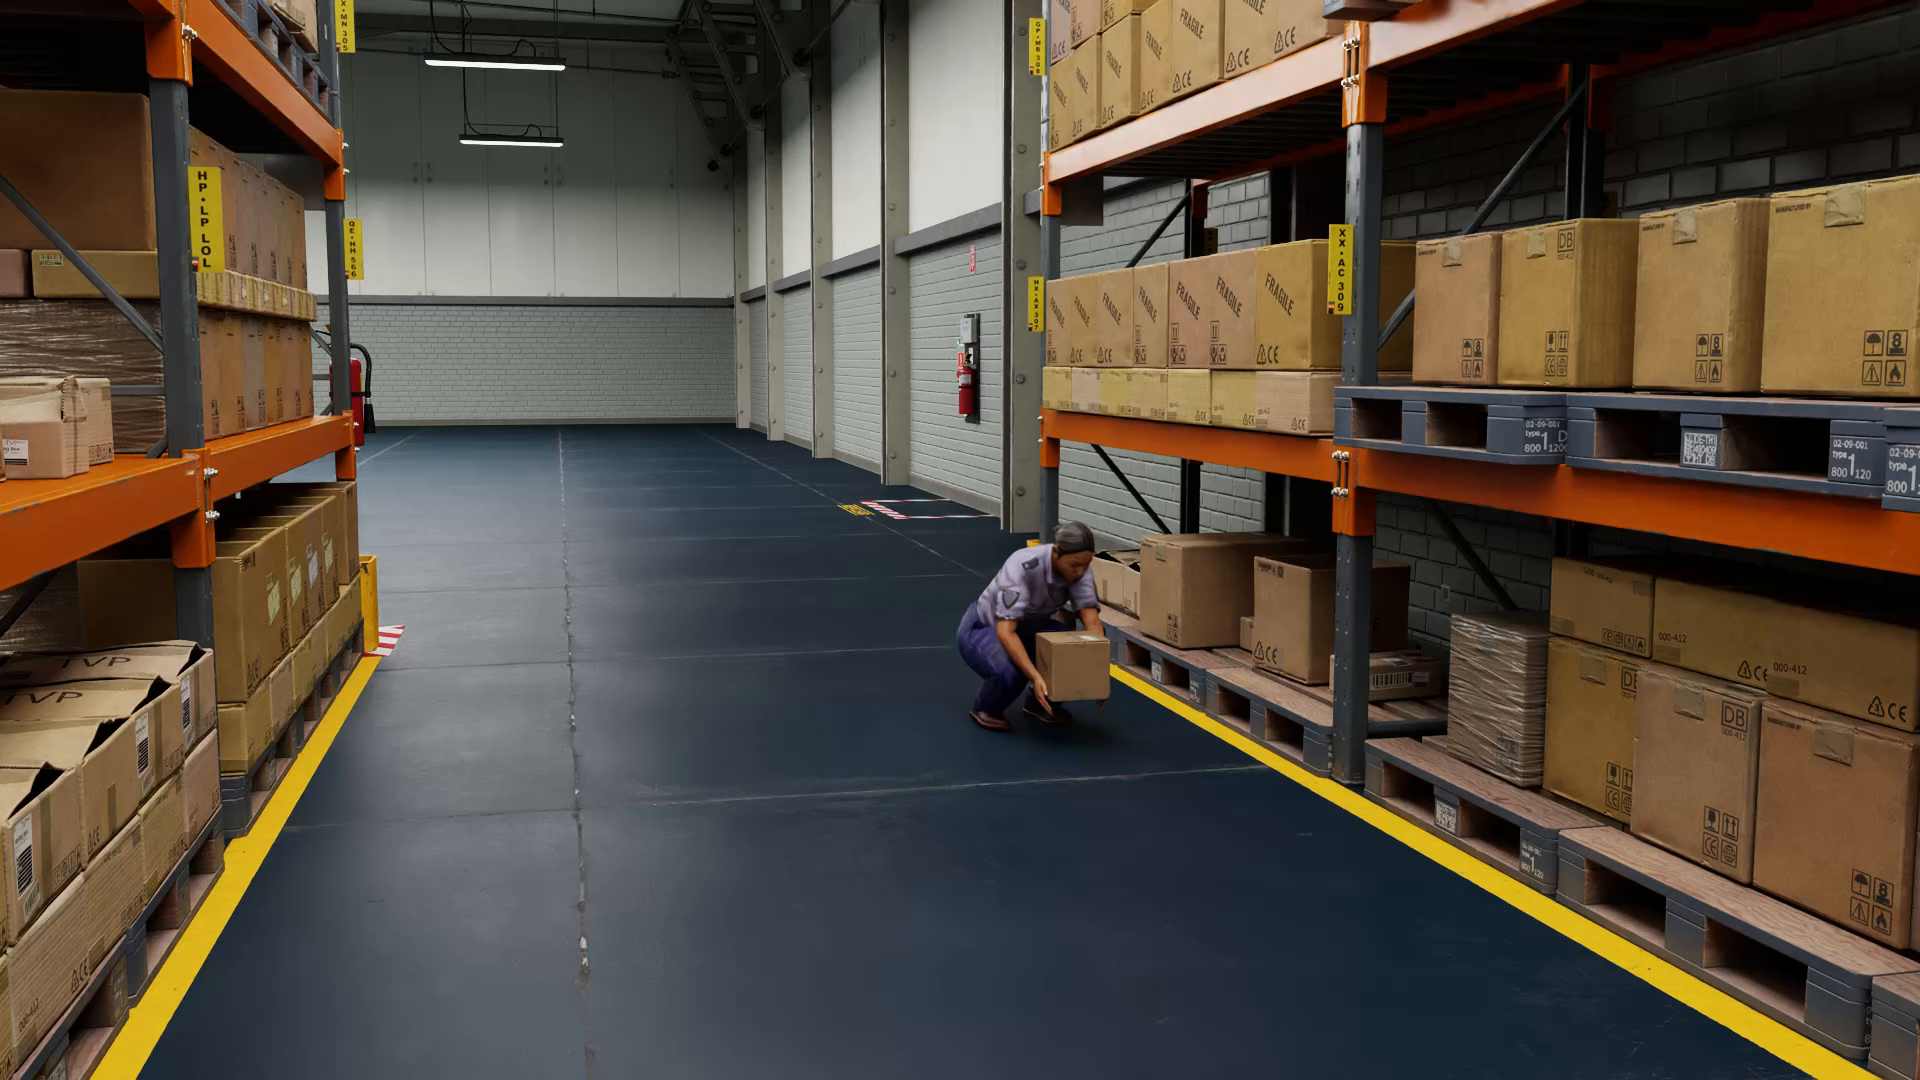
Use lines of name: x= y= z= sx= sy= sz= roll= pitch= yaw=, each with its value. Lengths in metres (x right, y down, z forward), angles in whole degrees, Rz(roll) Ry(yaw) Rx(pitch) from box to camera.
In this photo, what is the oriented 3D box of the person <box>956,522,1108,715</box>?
person: x=0.336 y=0.350 z=7.235 sx=0.525 sy=0.894 sz=0.833 roll=-3 pitch=7 yaw=-28
